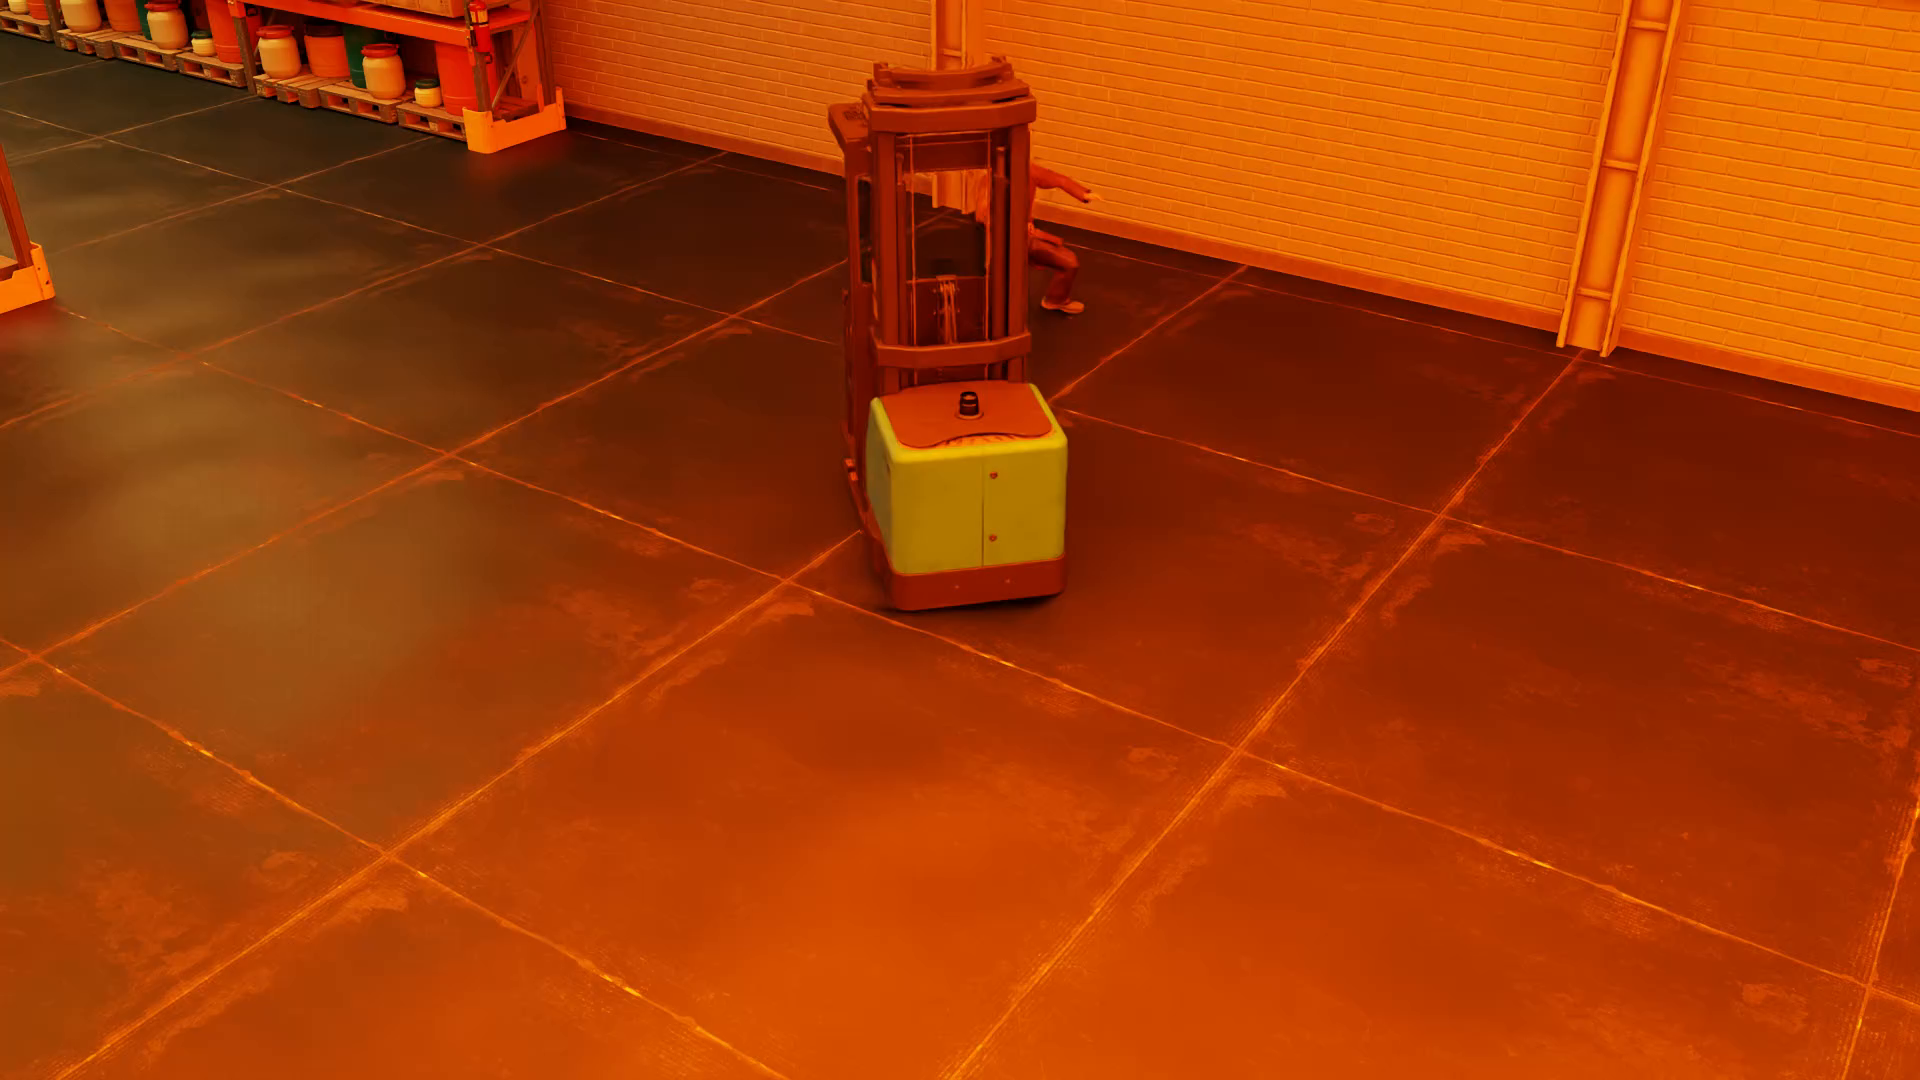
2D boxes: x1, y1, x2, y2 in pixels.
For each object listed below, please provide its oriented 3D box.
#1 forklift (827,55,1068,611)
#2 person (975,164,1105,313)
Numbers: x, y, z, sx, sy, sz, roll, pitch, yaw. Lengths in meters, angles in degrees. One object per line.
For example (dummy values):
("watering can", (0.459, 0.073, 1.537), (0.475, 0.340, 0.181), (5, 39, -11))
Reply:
("forklift", (-0.184, -1.583, 10.307), (1.130, 2.935, 3.031), (-6, 31, -10))
("person", (0.547, -2.328, 12.981), (1.231, 1.532, 0.718), (-16, 34, -25))
